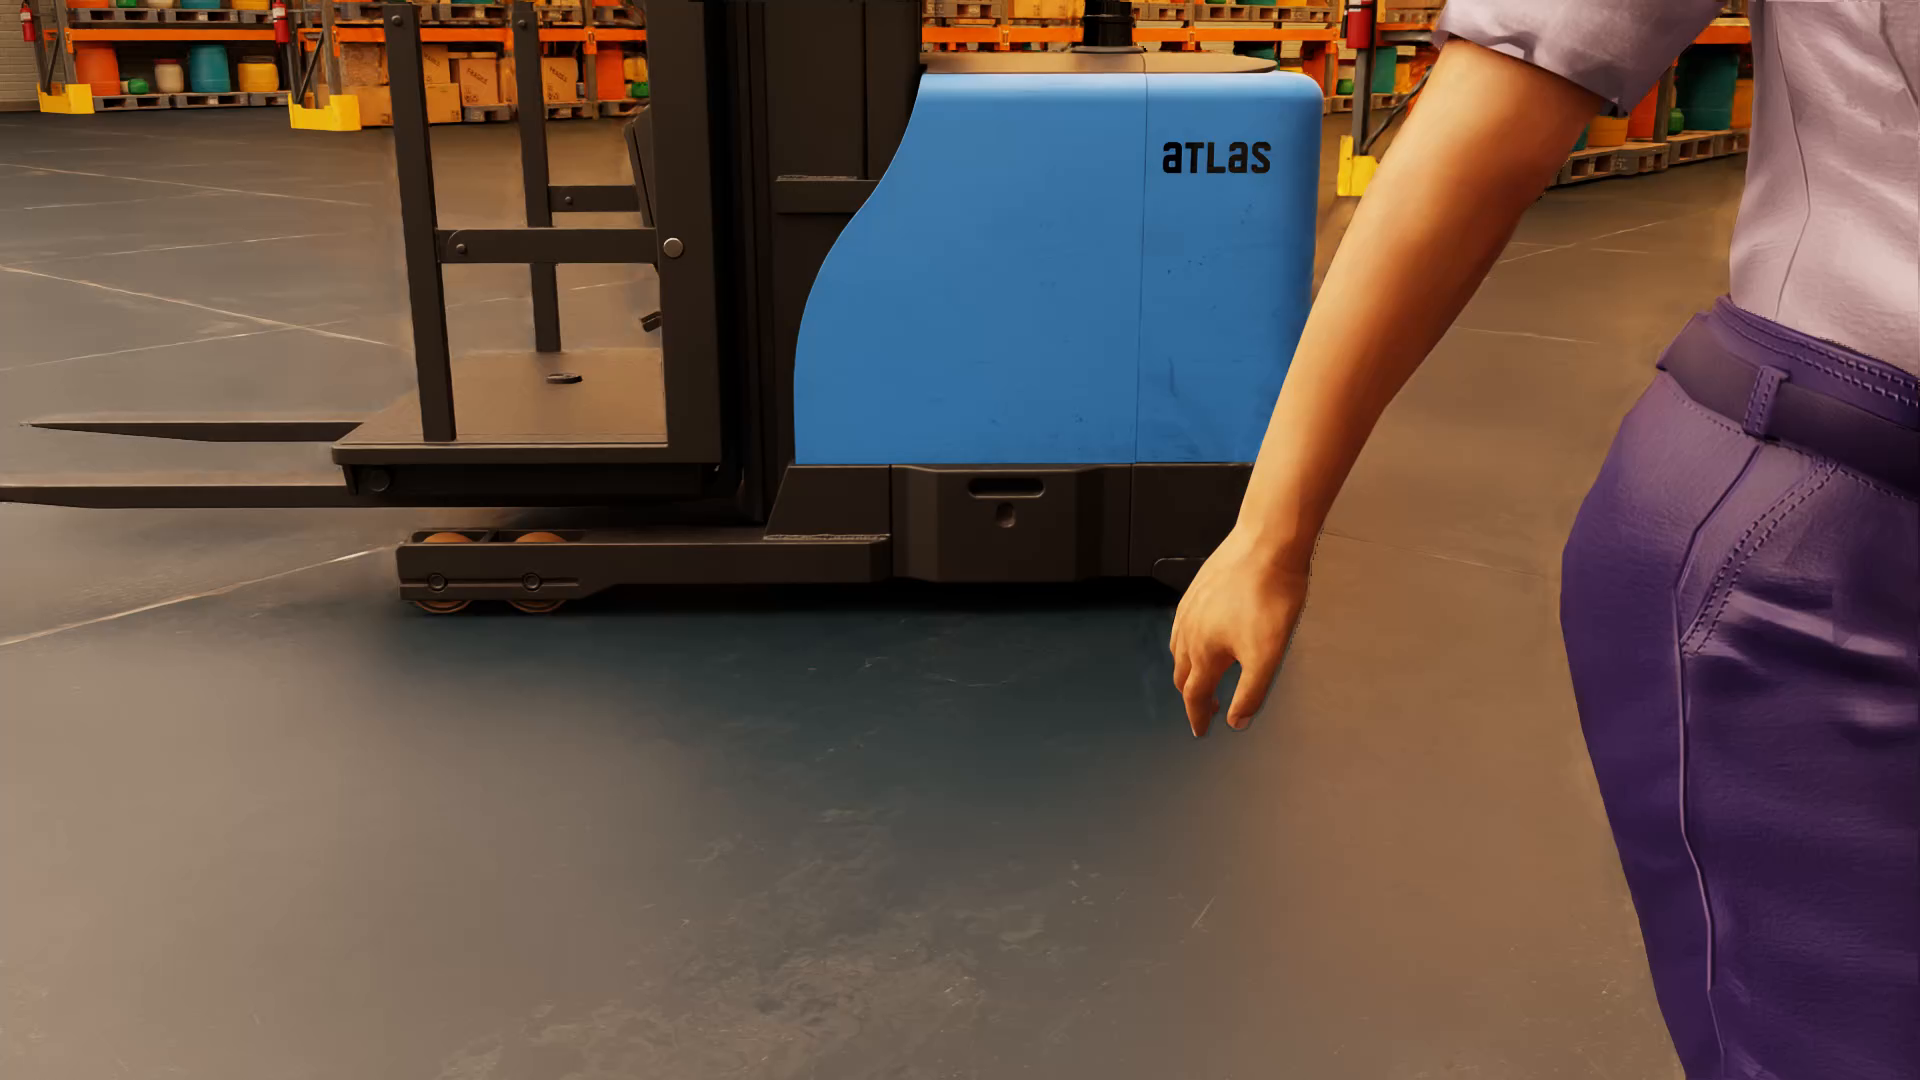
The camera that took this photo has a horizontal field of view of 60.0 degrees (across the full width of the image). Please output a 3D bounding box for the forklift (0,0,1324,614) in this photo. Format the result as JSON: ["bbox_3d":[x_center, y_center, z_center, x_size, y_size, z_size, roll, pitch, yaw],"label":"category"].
[{"bbox_3d":[-0.794,-1.404,3.522,3.031,2.935,1.130,0,17,-1],"label":"forklift"}]
